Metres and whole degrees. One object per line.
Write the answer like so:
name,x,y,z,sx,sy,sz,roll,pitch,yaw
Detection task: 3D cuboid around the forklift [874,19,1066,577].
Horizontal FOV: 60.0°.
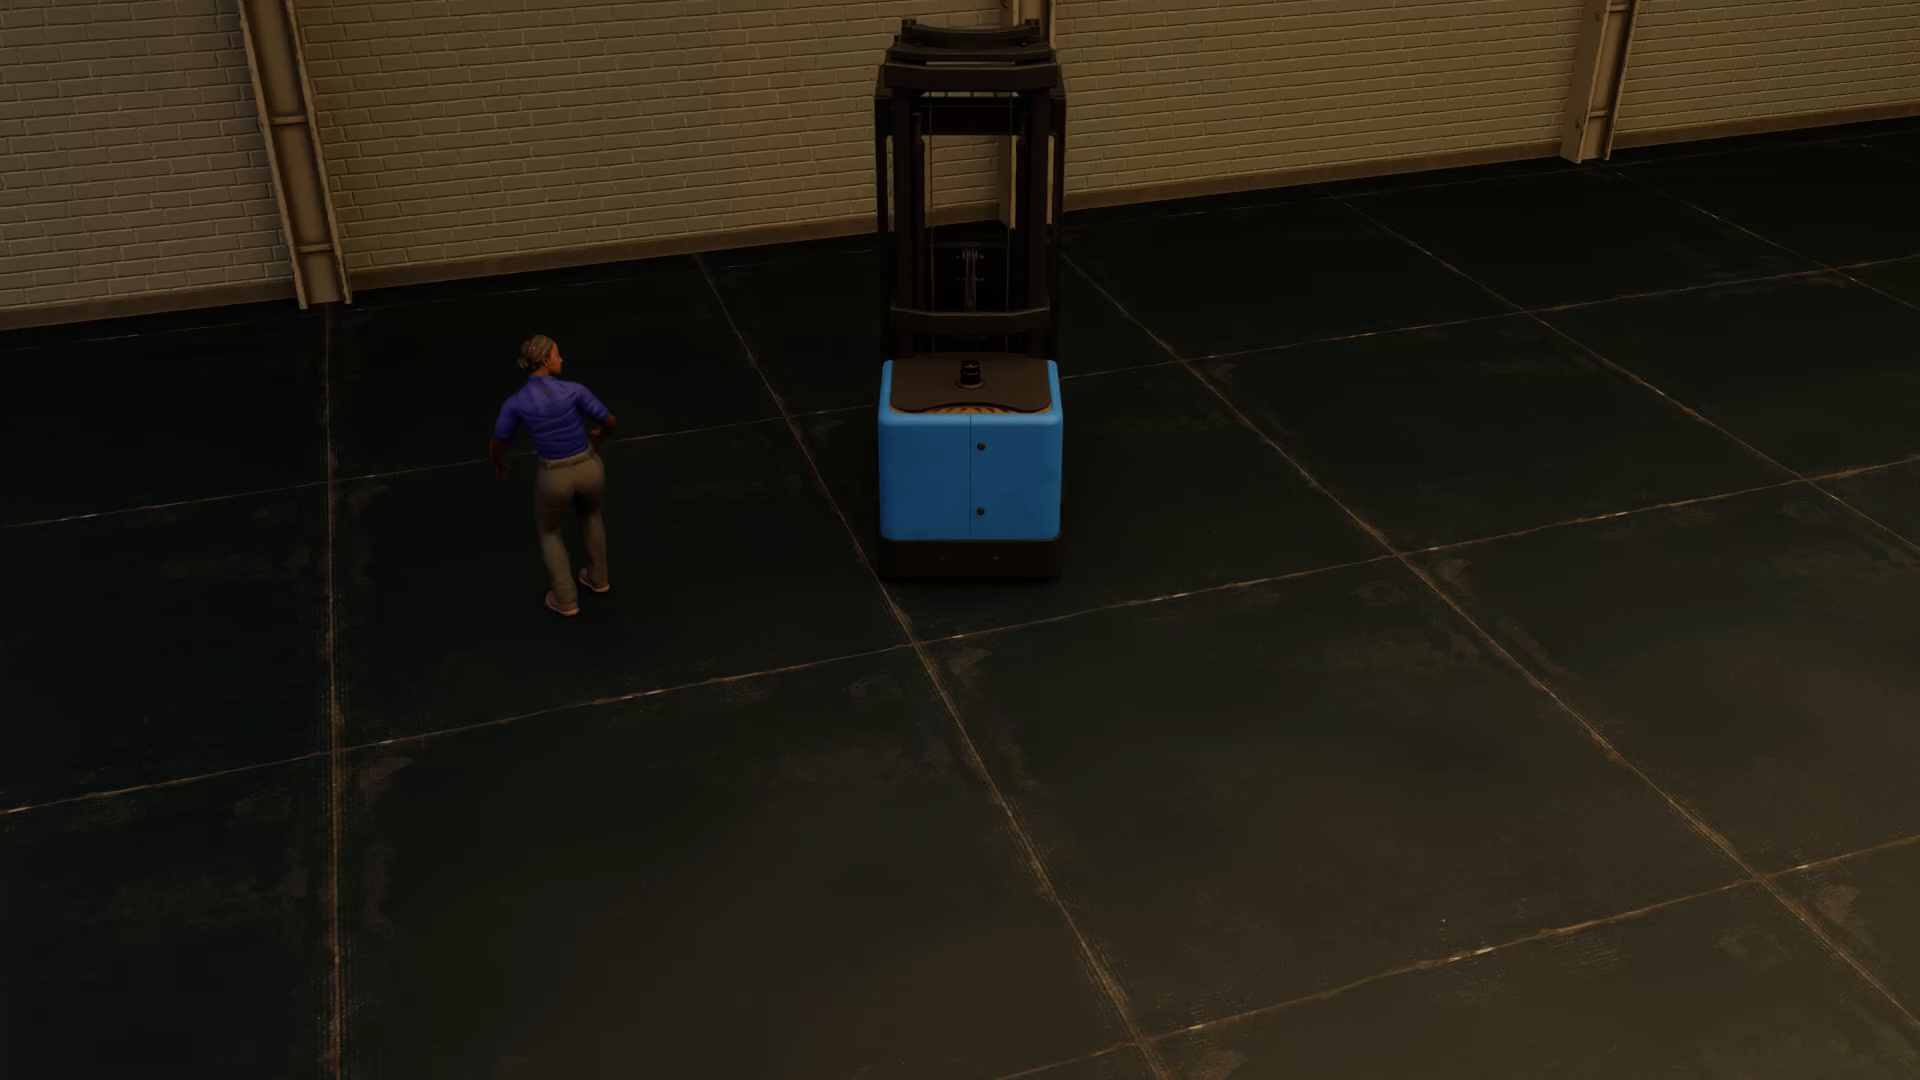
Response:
forklift,0.058,-1.749,10.127,1.130,2.935,3.031,0,30,0

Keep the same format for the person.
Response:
person,-2.194,-0.364,9.070,0.669,1.612,0.468,-11,32,-19
